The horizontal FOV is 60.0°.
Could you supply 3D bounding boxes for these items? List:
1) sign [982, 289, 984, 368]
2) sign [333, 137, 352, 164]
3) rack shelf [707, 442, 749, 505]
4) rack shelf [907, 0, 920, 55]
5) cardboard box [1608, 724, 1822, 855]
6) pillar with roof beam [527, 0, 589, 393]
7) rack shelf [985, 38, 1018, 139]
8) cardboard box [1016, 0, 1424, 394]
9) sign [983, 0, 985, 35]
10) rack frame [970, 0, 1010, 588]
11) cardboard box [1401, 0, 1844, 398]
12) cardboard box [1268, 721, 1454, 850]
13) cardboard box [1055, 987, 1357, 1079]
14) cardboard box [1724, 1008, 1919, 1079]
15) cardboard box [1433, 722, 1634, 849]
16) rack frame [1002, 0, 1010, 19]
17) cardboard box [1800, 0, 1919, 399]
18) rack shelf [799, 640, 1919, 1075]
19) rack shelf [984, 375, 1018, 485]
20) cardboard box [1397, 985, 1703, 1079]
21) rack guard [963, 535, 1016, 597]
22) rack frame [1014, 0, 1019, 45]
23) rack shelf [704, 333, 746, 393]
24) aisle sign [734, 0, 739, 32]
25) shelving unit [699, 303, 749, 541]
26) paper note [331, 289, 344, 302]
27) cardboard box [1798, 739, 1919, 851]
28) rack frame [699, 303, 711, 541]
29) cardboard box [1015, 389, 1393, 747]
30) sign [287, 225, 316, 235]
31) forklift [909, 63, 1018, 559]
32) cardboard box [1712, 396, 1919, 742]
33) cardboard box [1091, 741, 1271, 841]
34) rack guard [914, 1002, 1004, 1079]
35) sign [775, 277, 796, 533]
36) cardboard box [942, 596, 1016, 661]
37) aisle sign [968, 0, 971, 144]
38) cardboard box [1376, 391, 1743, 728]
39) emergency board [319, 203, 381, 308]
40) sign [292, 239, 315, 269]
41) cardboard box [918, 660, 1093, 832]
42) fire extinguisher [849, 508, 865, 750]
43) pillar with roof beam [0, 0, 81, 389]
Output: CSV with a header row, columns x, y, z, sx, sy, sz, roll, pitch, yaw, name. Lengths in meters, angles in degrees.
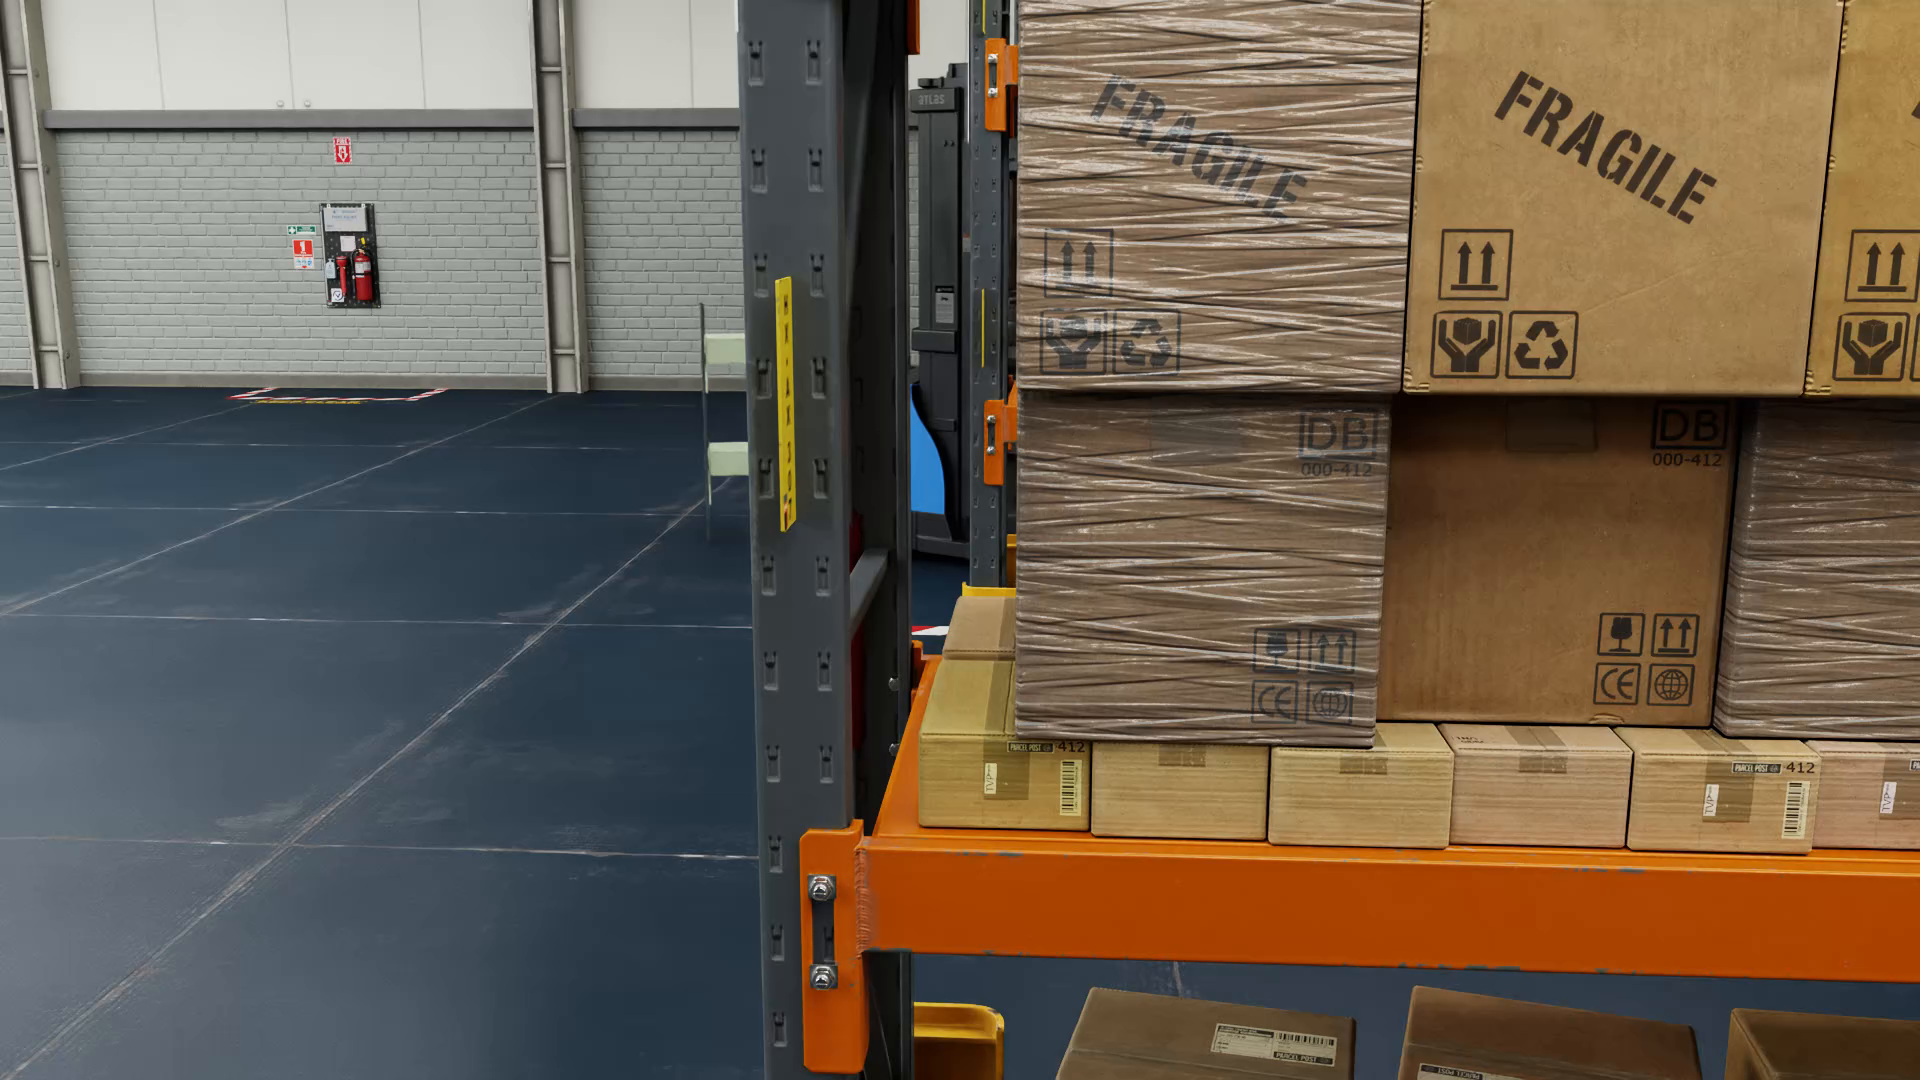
x,y,z,sx,sy,sz,roll,pitch,yaw,name
0.098,-0.901,7.072,0.005,0.325,0.100,1,12,4,sign
-6.893,-4.347,18.564,0.199,0.298,0.001,1,12,4,sign
-1.288,-0.458,10.878,0.720,0.370,0.431,-2,12,-10,rack shelf
1.804,-0.954,2.436,4.000,0.370,1.077,1,12,4,rack shelf
1.073,0.328,2.489,0.250,0.149,0.380,1,12,4,cardboard box
-4.717,-5.208,13.686,0.400,9.000,9.100,1,12,4,pillar with roof beam
2.135,-1.966,7.273,4.000,0.370,1.077,1,12,4,rack shelf
0.339,-0.486,2.355,0.500,0.500,0.500,1,12,4,cardboard box
0.098,-2.238,6.792,0.005,0.325,0.100,1,12,4,sign
0.140,-0.878,7.637,0.127,3.000,1.000,1,12,4,rack frame
0.838,-0.478,2.315,0.500,0.500,0.500,1,12,4,cardboard box
0.574,0.324,2.508,0.250,0.149,0.380,1,12,4,cardboard box
0.430,1.164,2.956,0.500,0.500,0.500,3,12,14,cardboard box
1.653,1.178,2.891,0.500,0.500,0.500,2,12,9,cardboard box
0.824,0.323,2.512,0.250,0.149,0.380,1,12,4,cardboard box
0.140,-3.814,7.023,0.127,3.000,1.000,1,12,4,rack frame
1.336,-0.472,2.284,0.500,0.500,0.500,1,12,4,cardboard box
1.804,0.514,2.743,4.000,0.370,1.077,1,12,4,rack shelf
2.135,-0.498,7.580,4.000,0.370,1.077,1,12,4,rack shelf
1.029,1.165,2.950,0.500,0.500,0.500,4,12,19,cardboard box
0.218,0.337,7.934,0.348,0.500,1.175,1,12,4,rack guard
0.474,-4.826,11.860,0.127,3.000,1.000,1,12,4,rack frame
-1.288,-1.161,10.736,0.720,0.370,0.431,-2,12,-10,rack shelf
-0.273,-1.078,2.245,0.004,0.787,0.394,1,12,4,aisle sign
-1.288,-0.778,10.813,0.755,1.500,0.431,-2,12,-10,shelving unit
-7.064,-2.778,18.872,0.142,0.148,0.016,1,12,4,paper note
1.325,0.326,2.499,0.250,0.149,0.380,1,12,4,cardboard box
-1.648,-0.766,10.752,0.023,1.500,0.400,-2,12,-10,rack frame
0.355,-0.047,2.697,0.500,0.500,0.875,1,12,4,cardboard box
-7.433,-3.496,18.773,0.331,0.109,0.001,1,12,4,sign
0.566,-1.320,9.920,3.031,2.935,1.130,8,14,33,forklift
1.358,-0.049,2.706,0.500,0.500,0.875,1,12,4,cardboard box
0.325,0.317,2.539,0.250,0.149,0.380,1,12,4,cardboard box
-0.116,1.359,3.051,0.348,0.500,1.175,1,12,4,rack guard
-0.228,-0.179,2.181,0.005,0.325,0.100,1,12,4,sign
0.107,0.219,3.009,0.250,0.149,0.380,1,12,4,cardboard box
0.048,-2.091,7.090,0.004,0.787,0.394,1,12,4,aisle sign
0.862,-0.065,2.781,0.500,0.500,0.875,1,12,4,cardboard box
-6.892,-3.192,18.703,0.643,1.169,0.194,1,12,4,emergency board
-7.437,-3.238,18.836,0.234,0.329,0.001,1,12,4,sign
0.077,0.310,2.574,0.250,0.149,0.380,1,12,4,cardboard box
-0.275,0.076,3.265,0.183,0.674,0.296,1,12,4,fire extinguisher
-10.703,-5.290,14.078,0.400,9.000,9.100,1,12,4,pillar with roof beam
